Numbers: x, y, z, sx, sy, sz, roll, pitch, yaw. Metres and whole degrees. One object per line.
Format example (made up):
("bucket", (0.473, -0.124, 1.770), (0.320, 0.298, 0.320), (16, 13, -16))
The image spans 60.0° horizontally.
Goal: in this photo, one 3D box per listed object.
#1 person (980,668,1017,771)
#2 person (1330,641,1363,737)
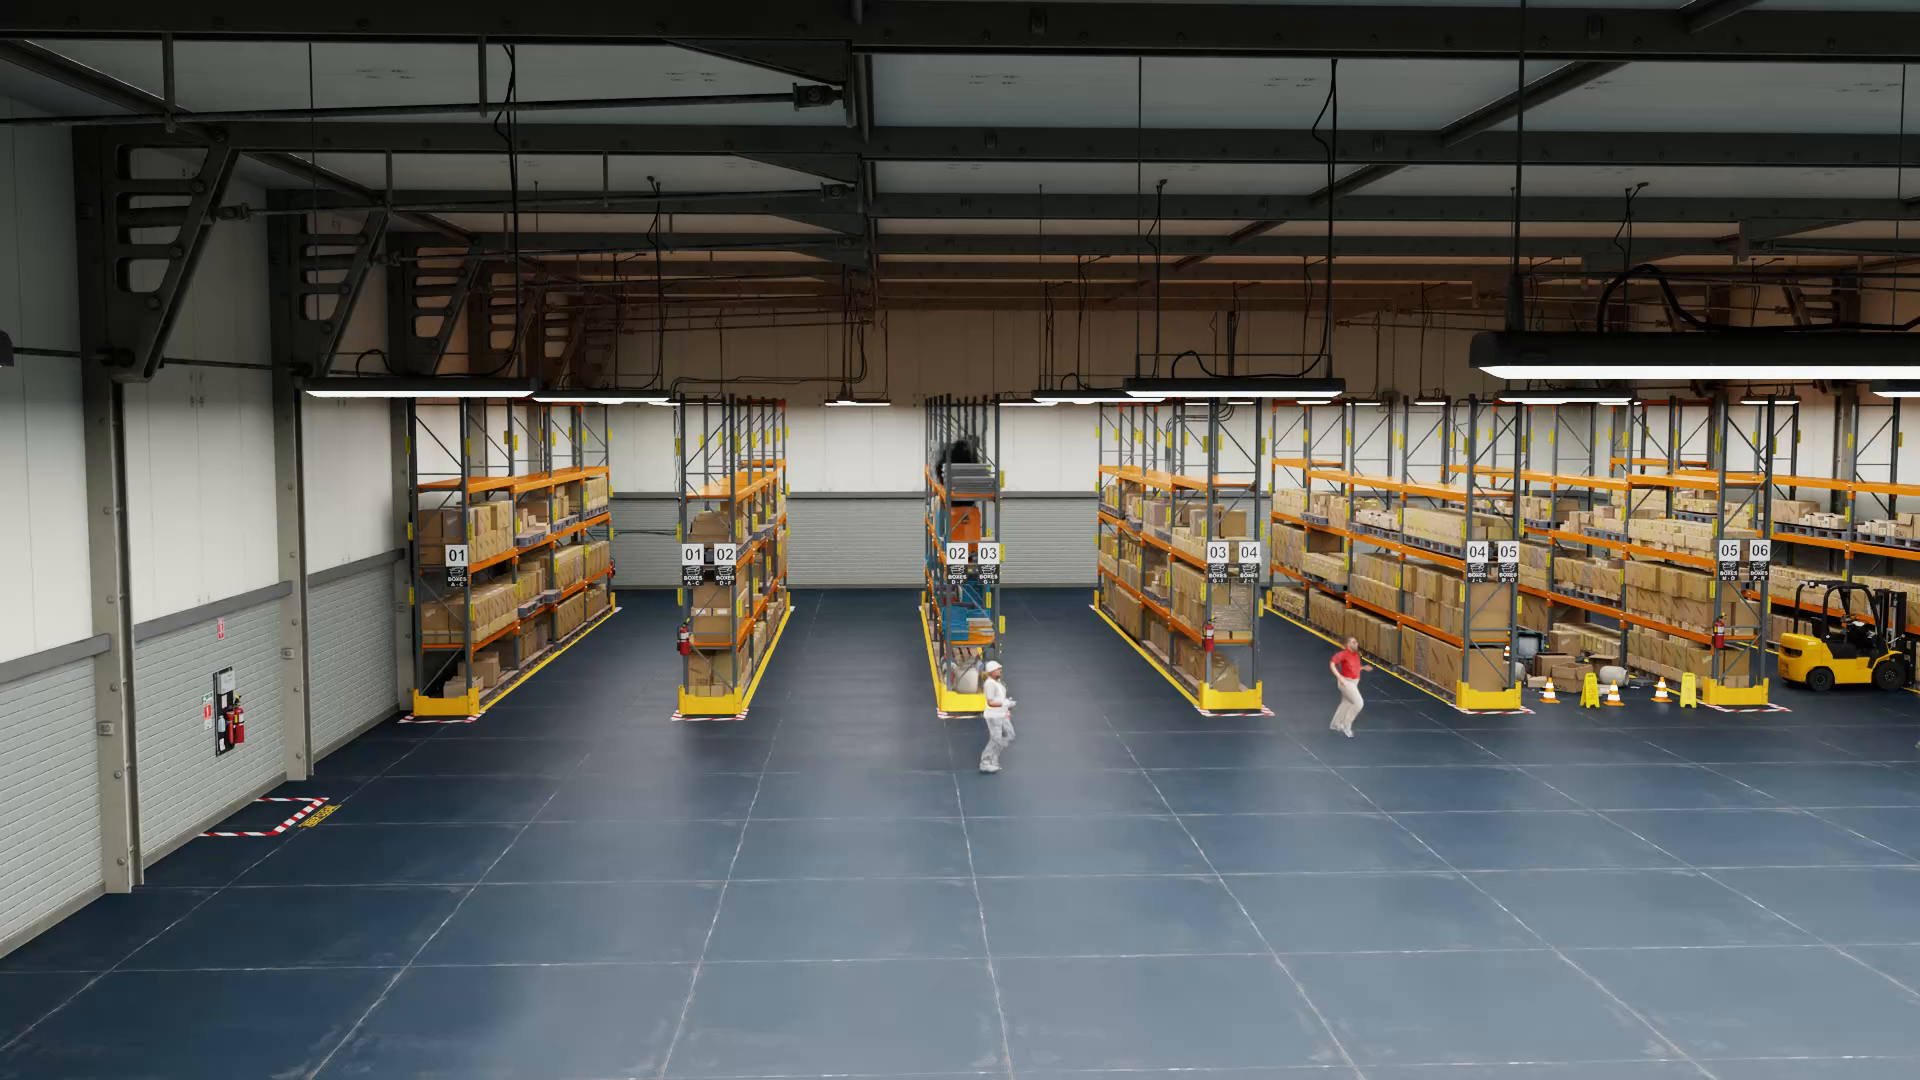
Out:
("person", (0.620, 2.795, 26.119), (0.633, 1.731, 0.662), (1, 5, 15))
("person", (6.821, 2.615, 29.242), (0.637, 1.706, 0.410), (3, 5, 33))
